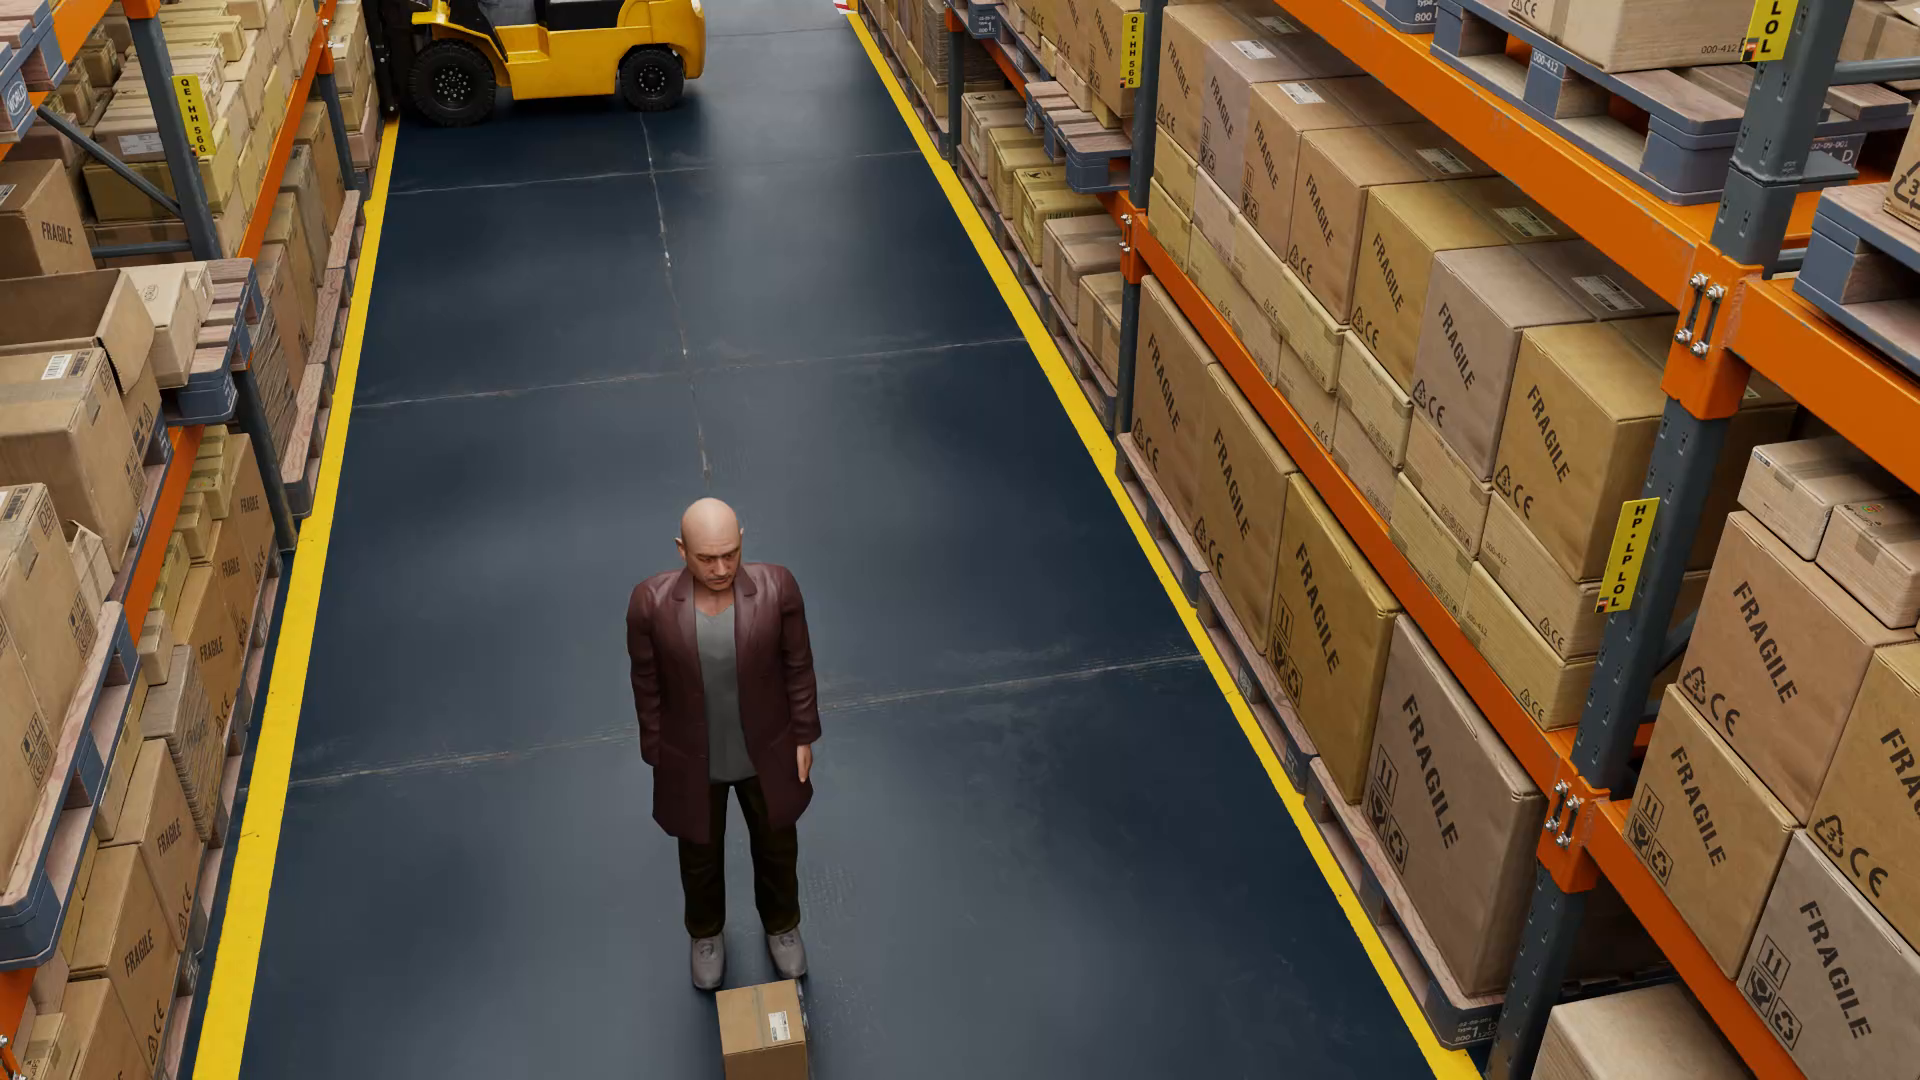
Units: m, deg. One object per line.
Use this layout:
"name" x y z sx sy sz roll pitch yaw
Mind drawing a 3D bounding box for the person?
"person" -0.708 0.657 5.181 0.562 1.776 0.390 -6 34 -9
